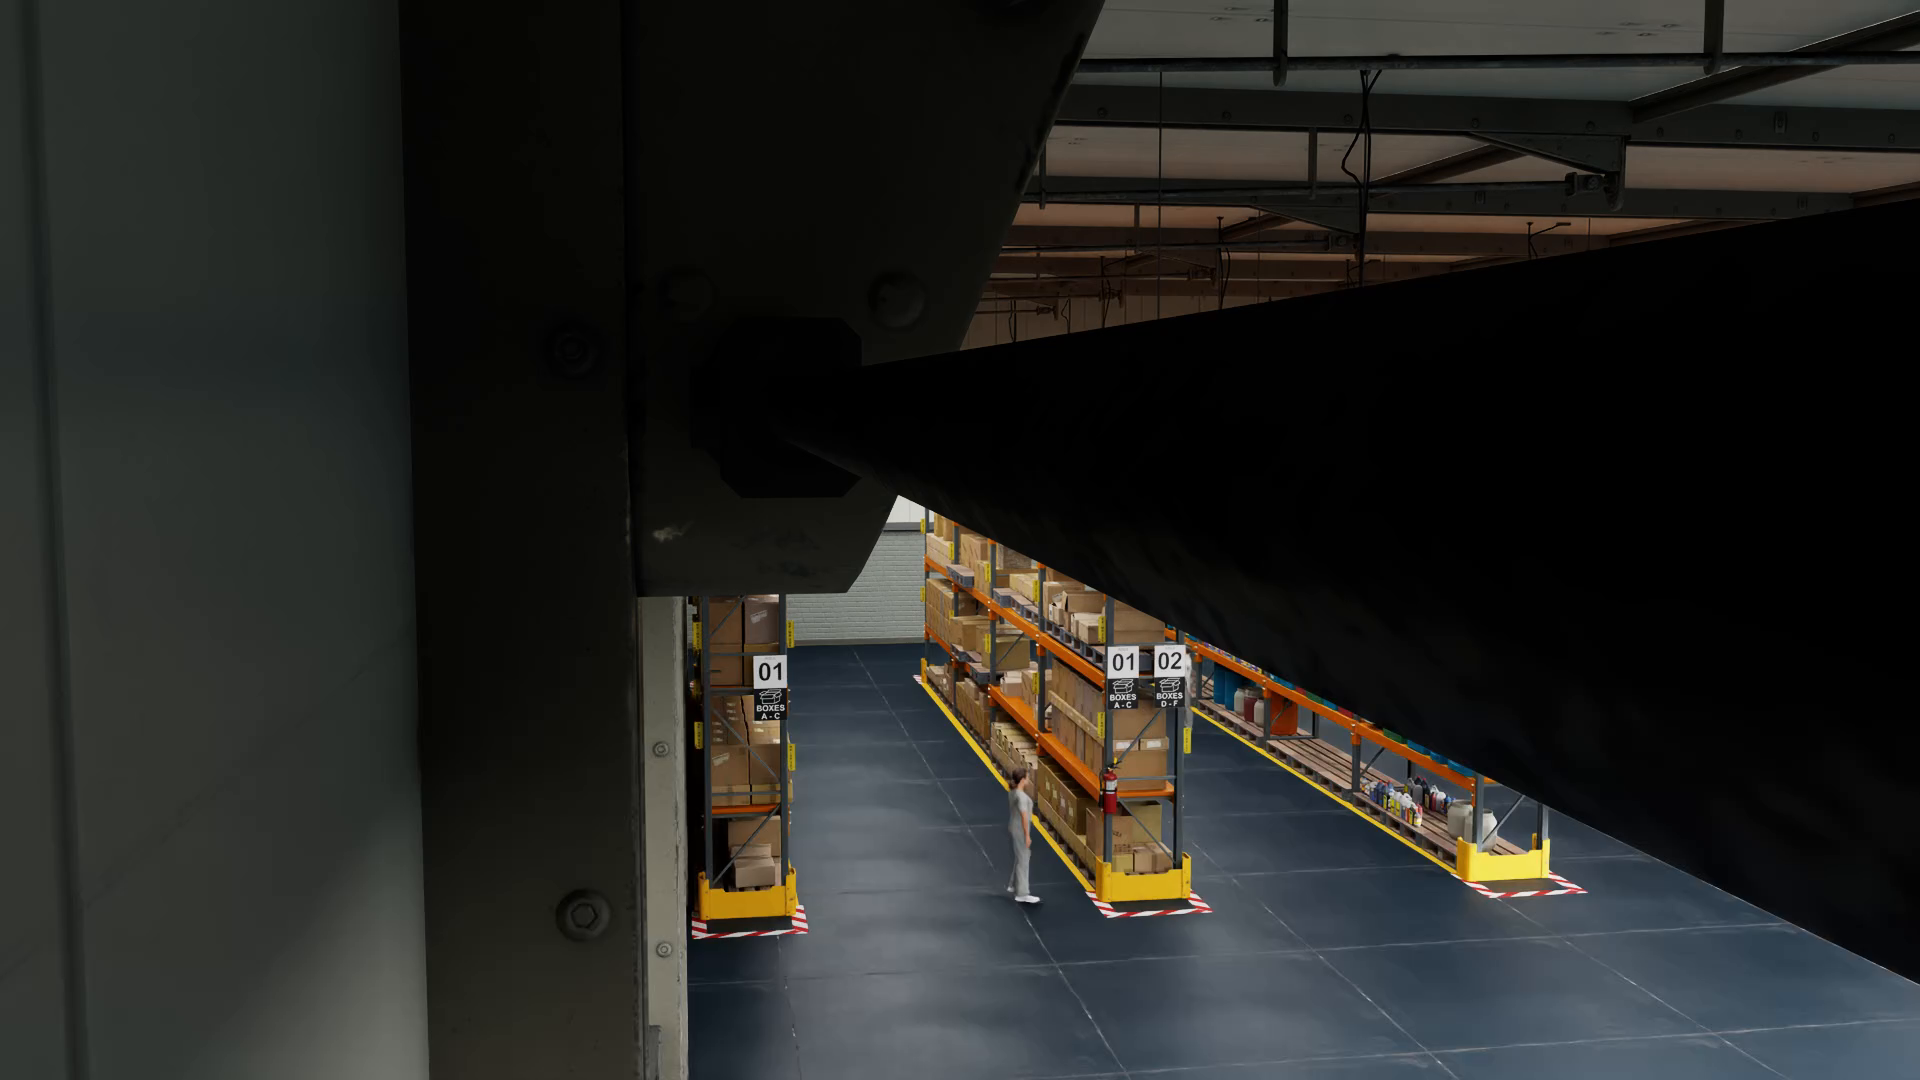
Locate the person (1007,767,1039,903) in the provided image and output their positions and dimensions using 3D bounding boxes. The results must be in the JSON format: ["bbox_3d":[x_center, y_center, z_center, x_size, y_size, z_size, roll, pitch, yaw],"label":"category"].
[{"bbox_3d":[0.769,3.698,20.785,0.374,1.733,0.497,-1,5,-14],"label":"person"}]

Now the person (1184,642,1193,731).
[{"bbox_3d":[4.217,2.743,31.203,0.392,1.699,0.550,-1,5,-7],"label":"person"}]
